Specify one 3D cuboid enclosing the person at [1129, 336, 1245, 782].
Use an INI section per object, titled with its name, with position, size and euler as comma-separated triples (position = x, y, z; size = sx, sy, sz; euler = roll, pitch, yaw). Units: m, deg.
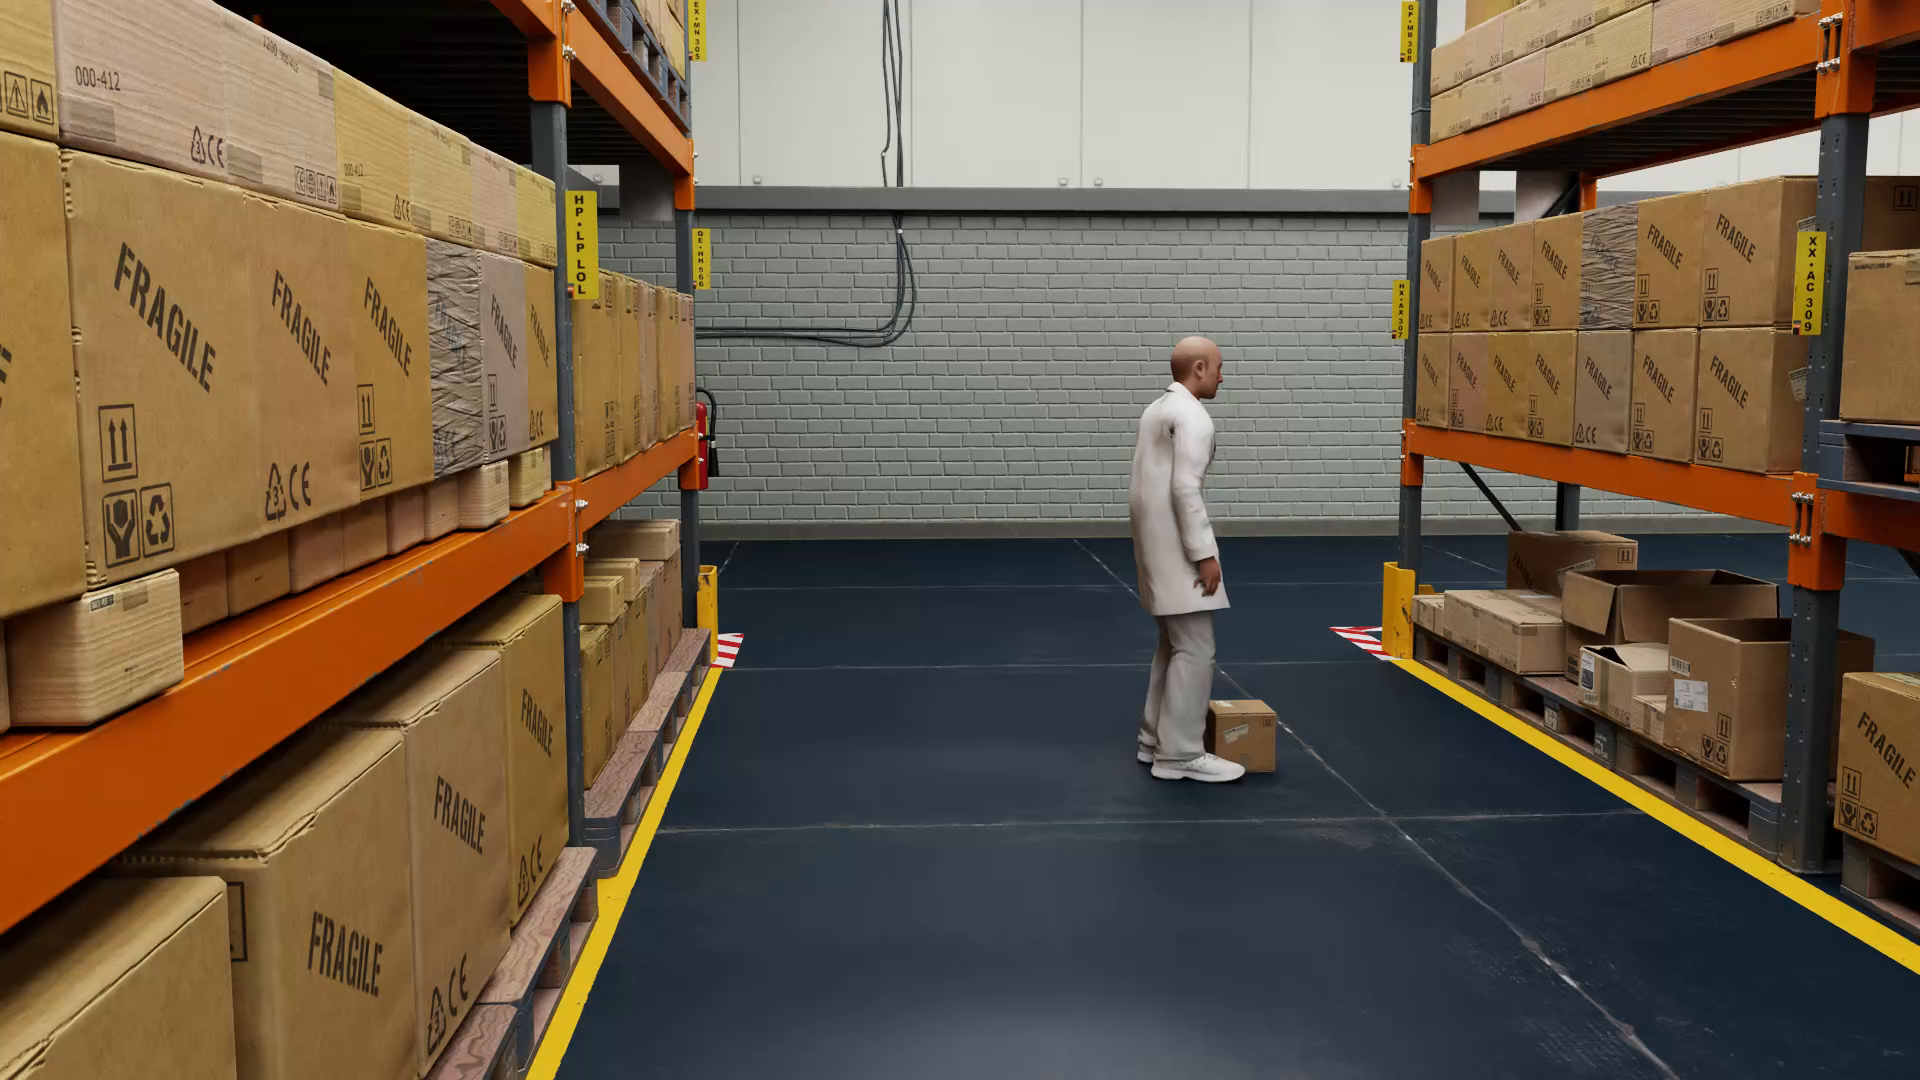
[person]
position = 0.910, 0.059, 6.805
size = 0.429, 1.772, 0.649
euler = -1, 7, -7
